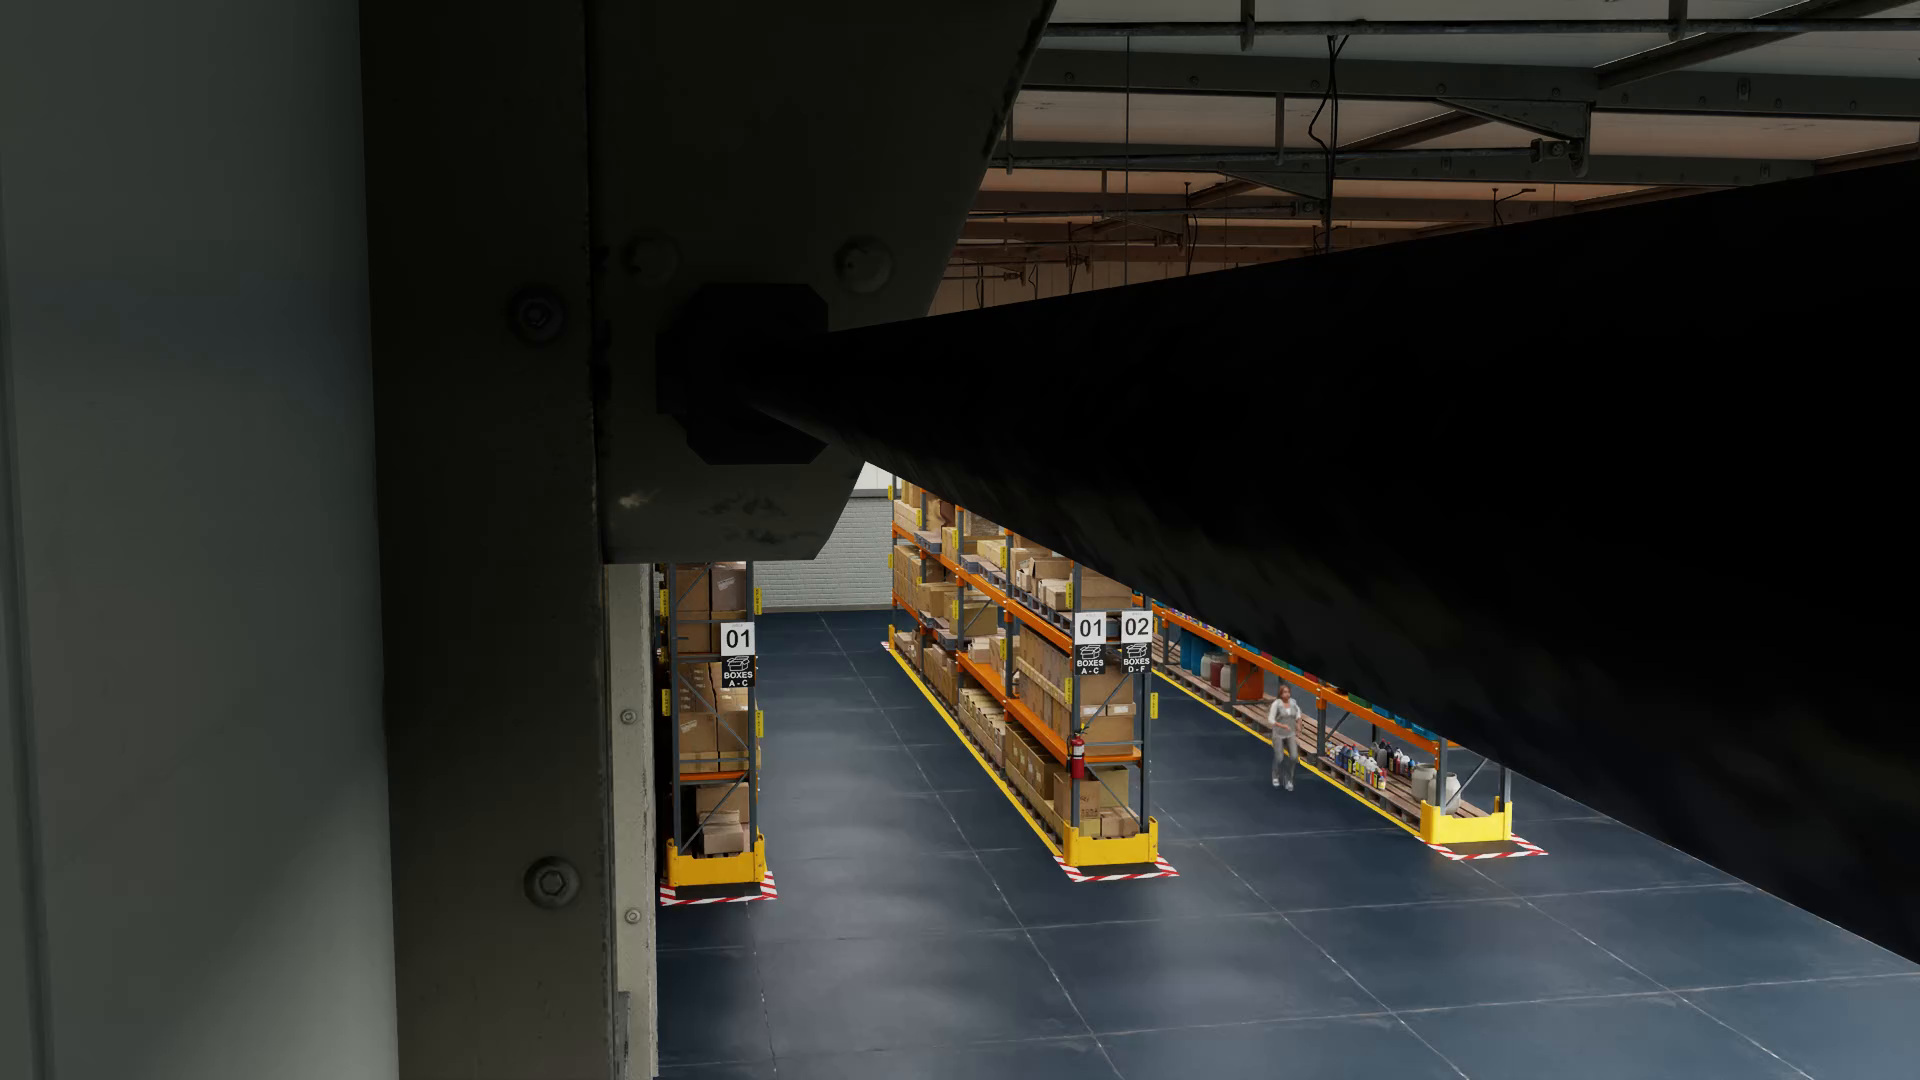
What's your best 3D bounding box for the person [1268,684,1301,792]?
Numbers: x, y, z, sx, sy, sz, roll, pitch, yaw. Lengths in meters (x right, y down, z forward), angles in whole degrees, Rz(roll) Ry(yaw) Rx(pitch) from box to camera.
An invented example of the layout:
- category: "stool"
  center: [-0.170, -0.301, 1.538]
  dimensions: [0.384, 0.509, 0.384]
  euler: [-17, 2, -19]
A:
- category: "person"
  center: [4.783, 2.914, 24.422]
  dimensions: [0.558, 1.625, 0.673]
  euler: [-1, 6, -8]
